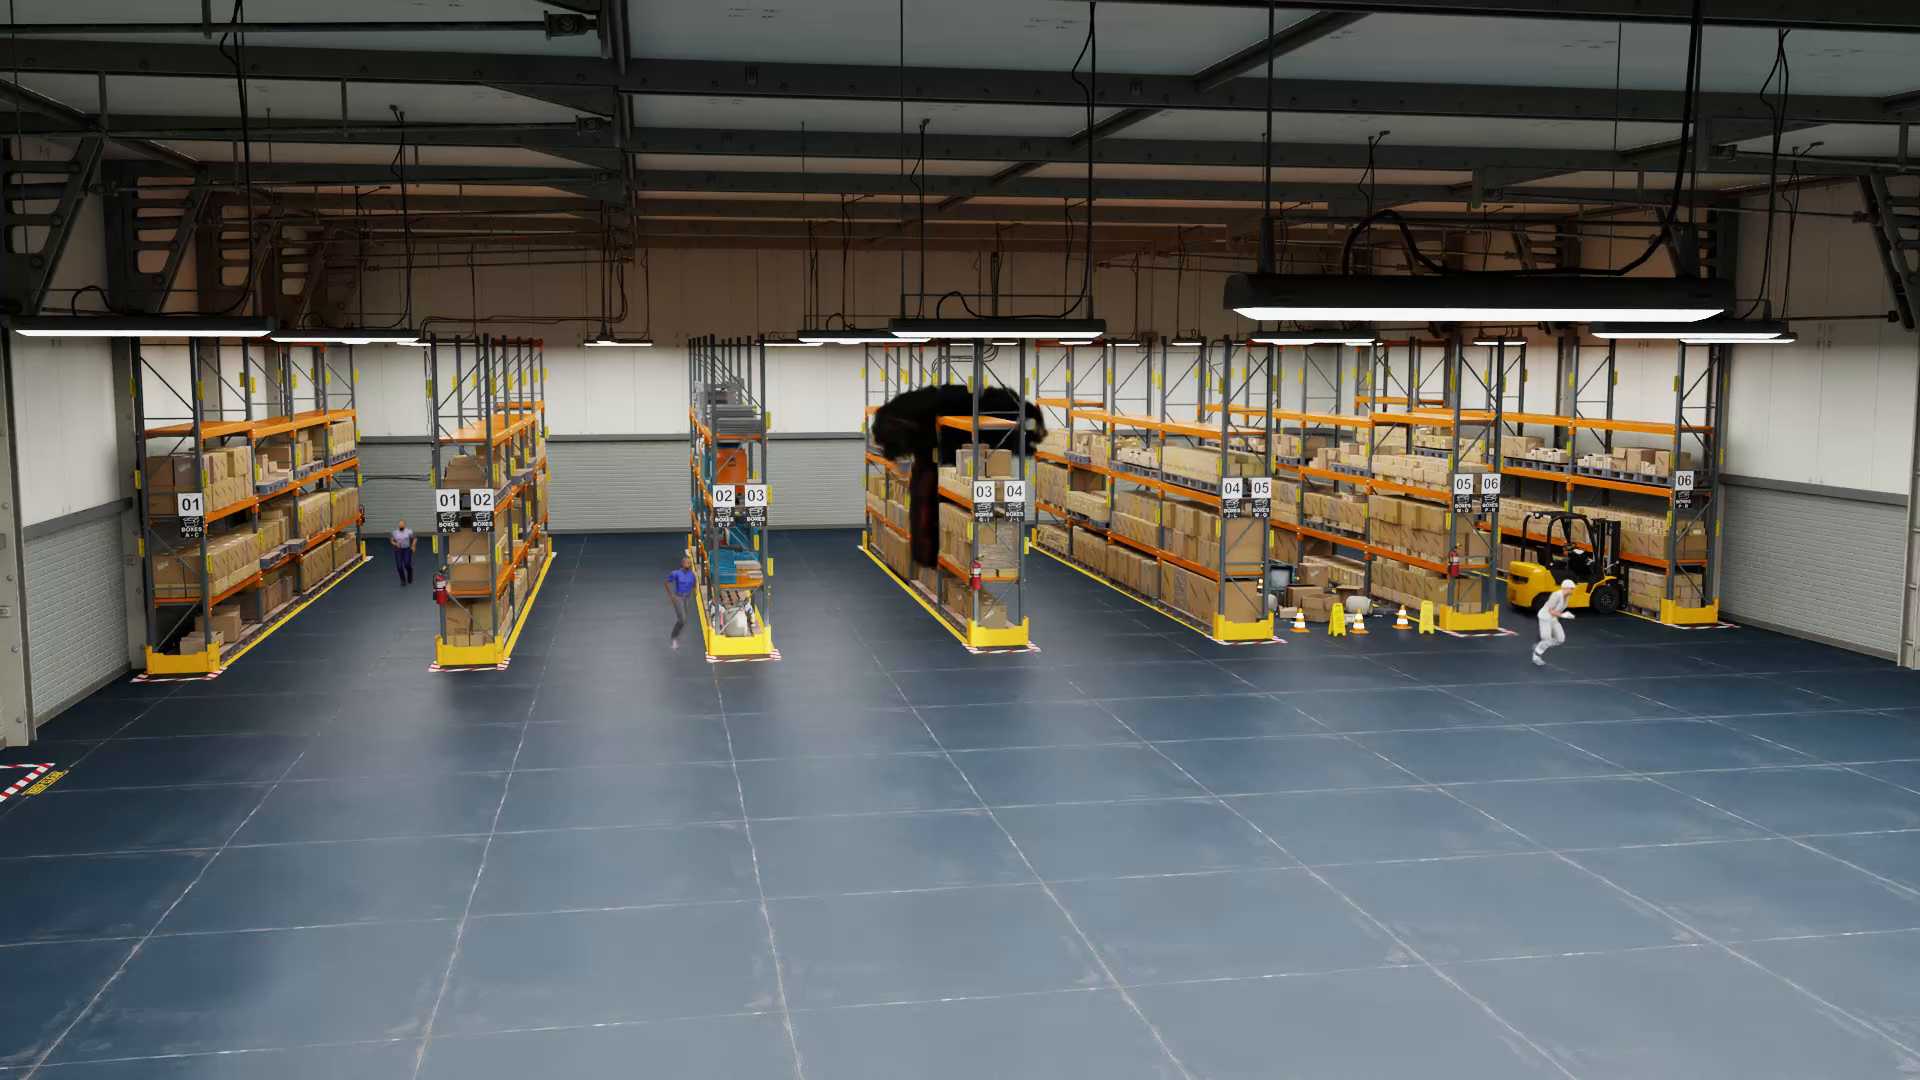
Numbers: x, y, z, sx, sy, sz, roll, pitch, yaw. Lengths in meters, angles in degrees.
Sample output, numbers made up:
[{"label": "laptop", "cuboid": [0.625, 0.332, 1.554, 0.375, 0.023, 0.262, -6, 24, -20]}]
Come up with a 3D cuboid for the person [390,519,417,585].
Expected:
[{"label": "person", "cuboid": [-13.501, 0.315, 40.288, 0.567, 1.598, 0.577, -1, 7, -10]}]

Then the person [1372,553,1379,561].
[{"label": "person", "cuboid": [10.553, 0.112, 42.229, 0.521, 1.567, 0.540, -1, 7, -12]}]

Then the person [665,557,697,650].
[{"label": "person", "cuboid": [-5.077, 1.157, 30.564, 0.557, 1.685, 0.597, -6, 9, -43]}]

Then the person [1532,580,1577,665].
[{"label": "person", "cuboid": [10.797, 1.485, 30.114, 0.696, 1.602, 0.830, -6, 9, -43]}]
